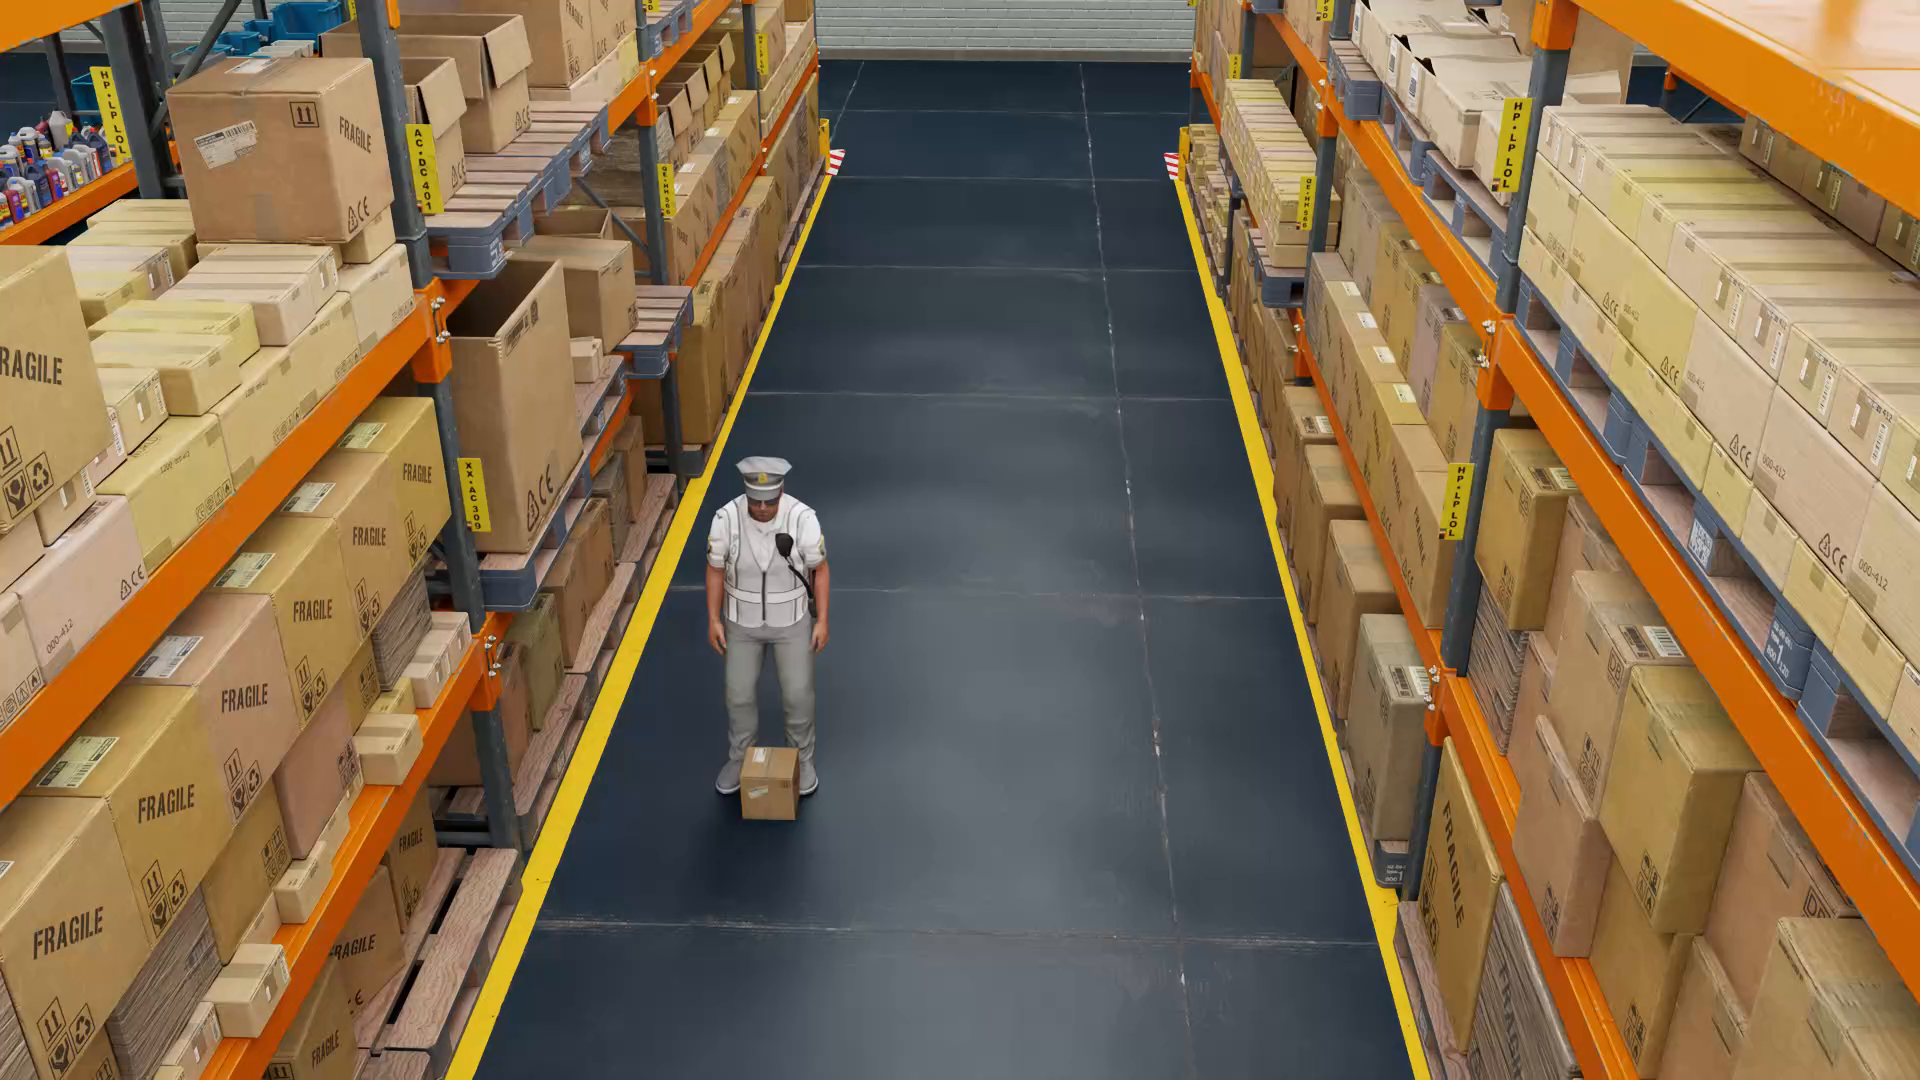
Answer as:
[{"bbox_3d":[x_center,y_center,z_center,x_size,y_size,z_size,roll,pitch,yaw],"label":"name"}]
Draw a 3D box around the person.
[{"bbox_3d":[-0.906,0.382,7.893,0.595,1.743,0.446,0,28,-1],"label":"person"}]
